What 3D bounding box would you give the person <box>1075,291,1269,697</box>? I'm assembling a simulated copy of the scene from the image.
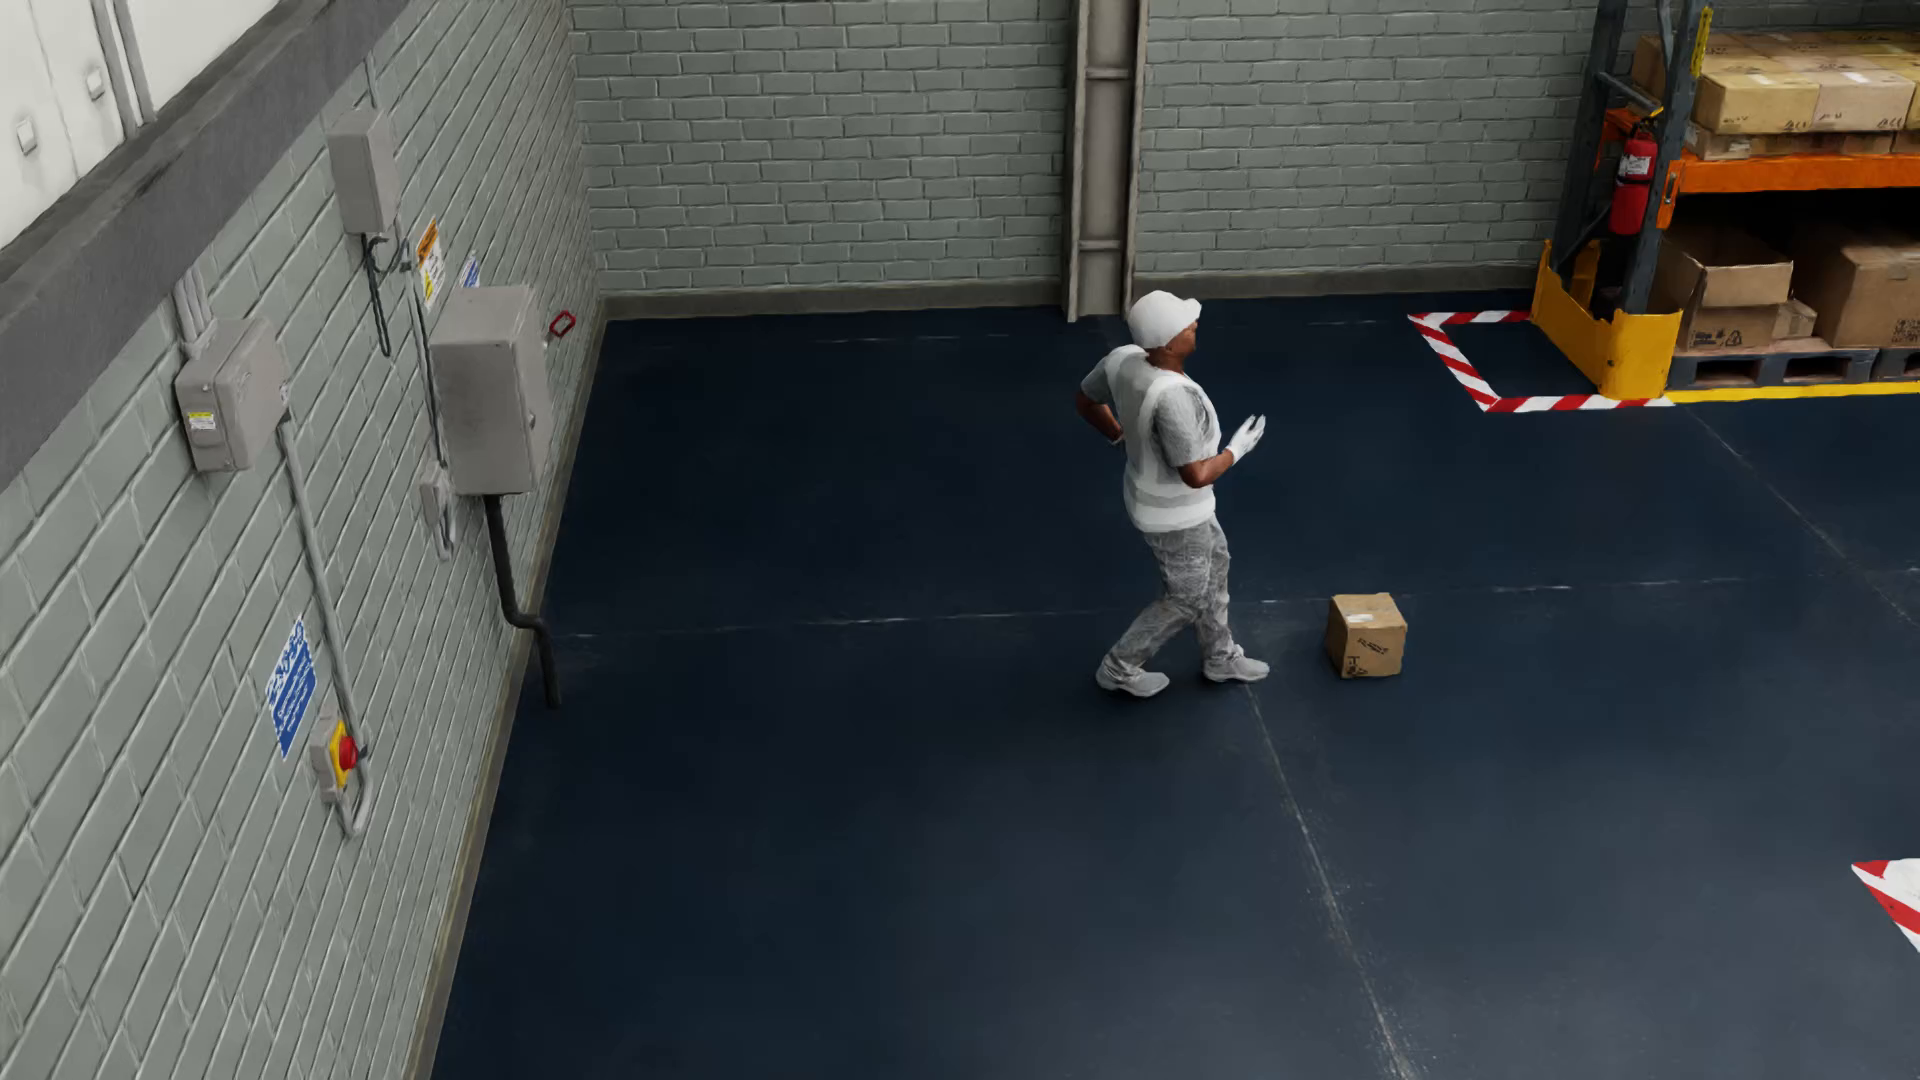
[{"bbox_3d":[0.879,-0.128,6.352,0.835,1.769,0.642,-2,31,-4],"label":"person"}]
